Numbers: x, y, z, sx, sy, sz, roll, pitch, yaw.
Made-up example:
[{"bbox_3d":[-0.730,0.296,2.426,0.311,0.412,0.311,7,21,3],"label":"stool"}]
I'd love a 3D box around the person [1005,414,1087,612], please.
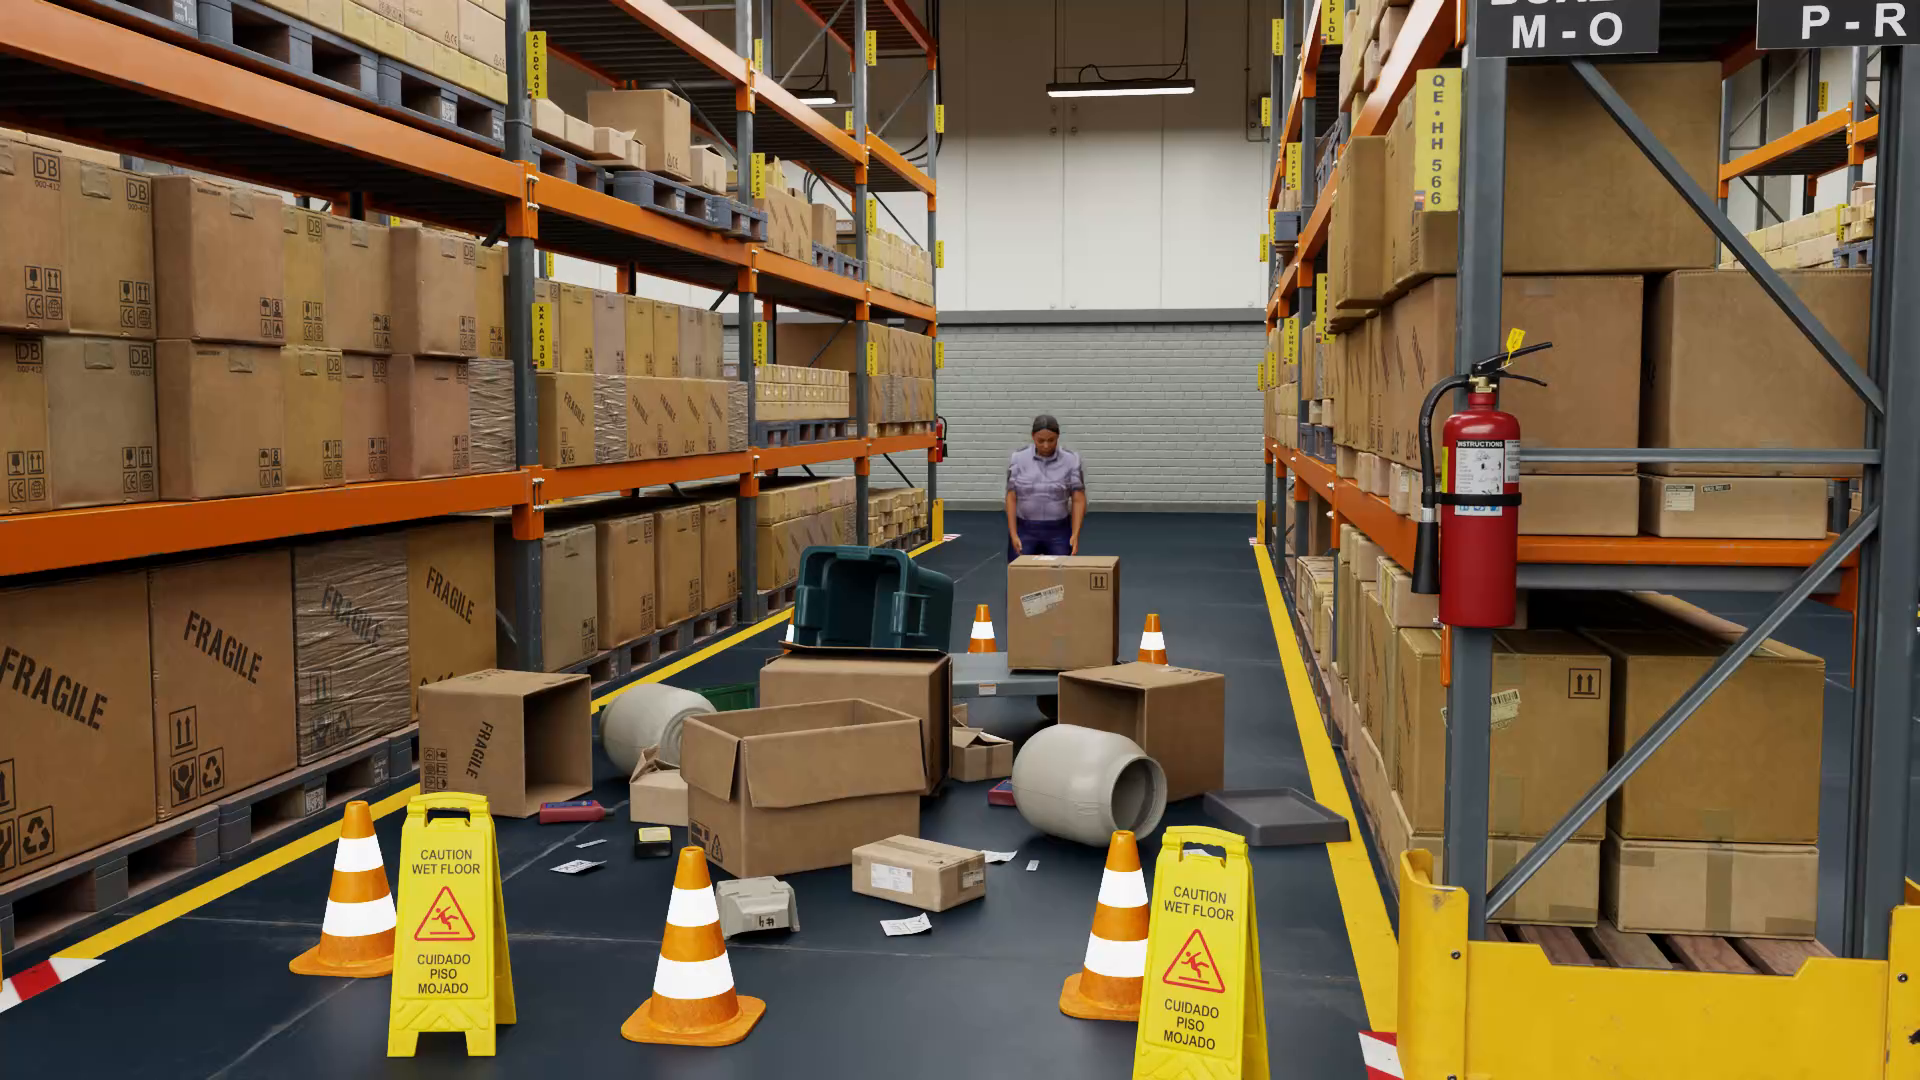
[{"bbox_3d":[0.531,0.014,10.290,0.504,1.587,0.425,1,5,6],"label":"person"}]
